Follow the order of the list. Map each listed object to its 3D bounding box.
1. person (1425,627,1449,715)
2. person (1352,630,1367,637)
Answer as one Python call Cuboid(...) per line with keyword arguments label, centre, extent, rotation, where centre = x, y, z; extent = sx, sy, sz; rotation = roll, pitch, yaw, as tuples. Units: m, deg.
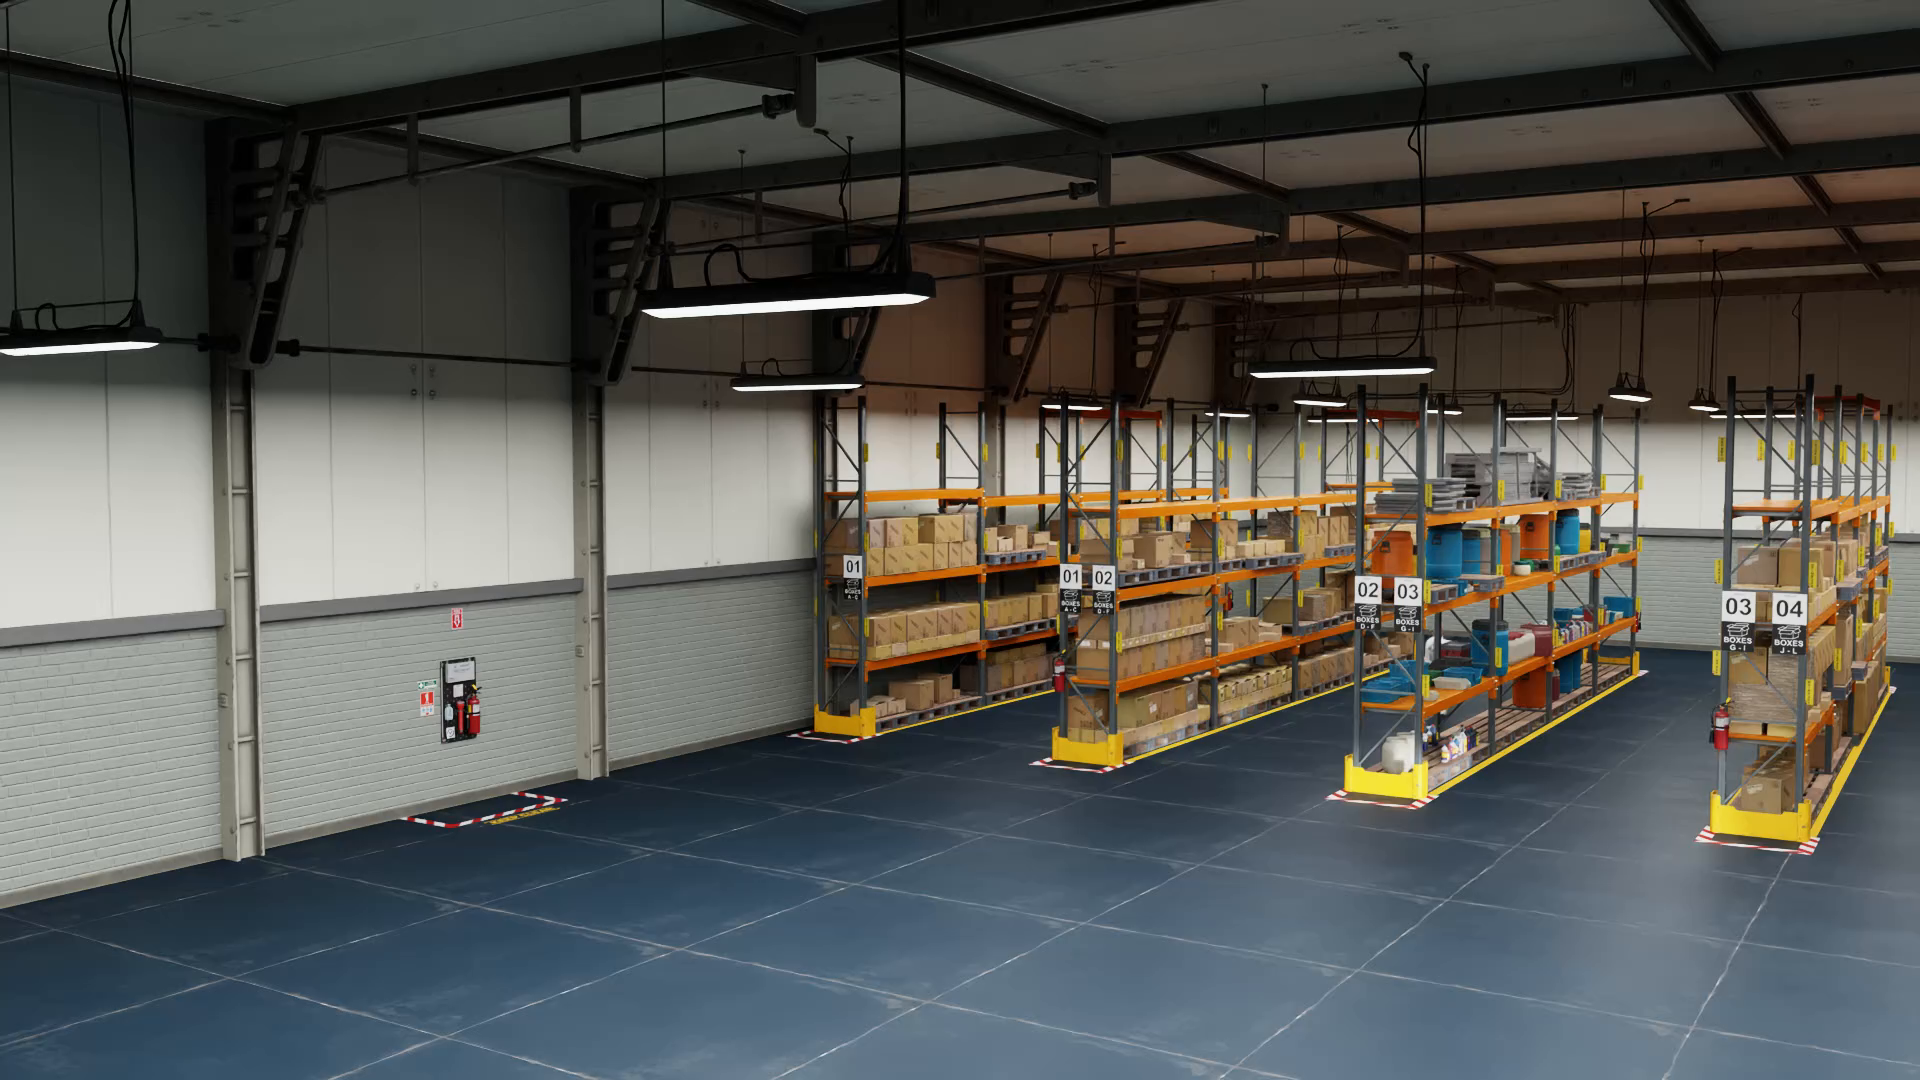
Cuboid(label="person", centre=(8.945, 2.469, 31.291), extent=(0.590, 1.718, 1.102), rotation=(2, 4, 34))
Cuboid(label="person", centre=(10.070, 1.927, 41.828), extent=(0.469, 1.835, 0.622), rotation=(1, 3, 17))
